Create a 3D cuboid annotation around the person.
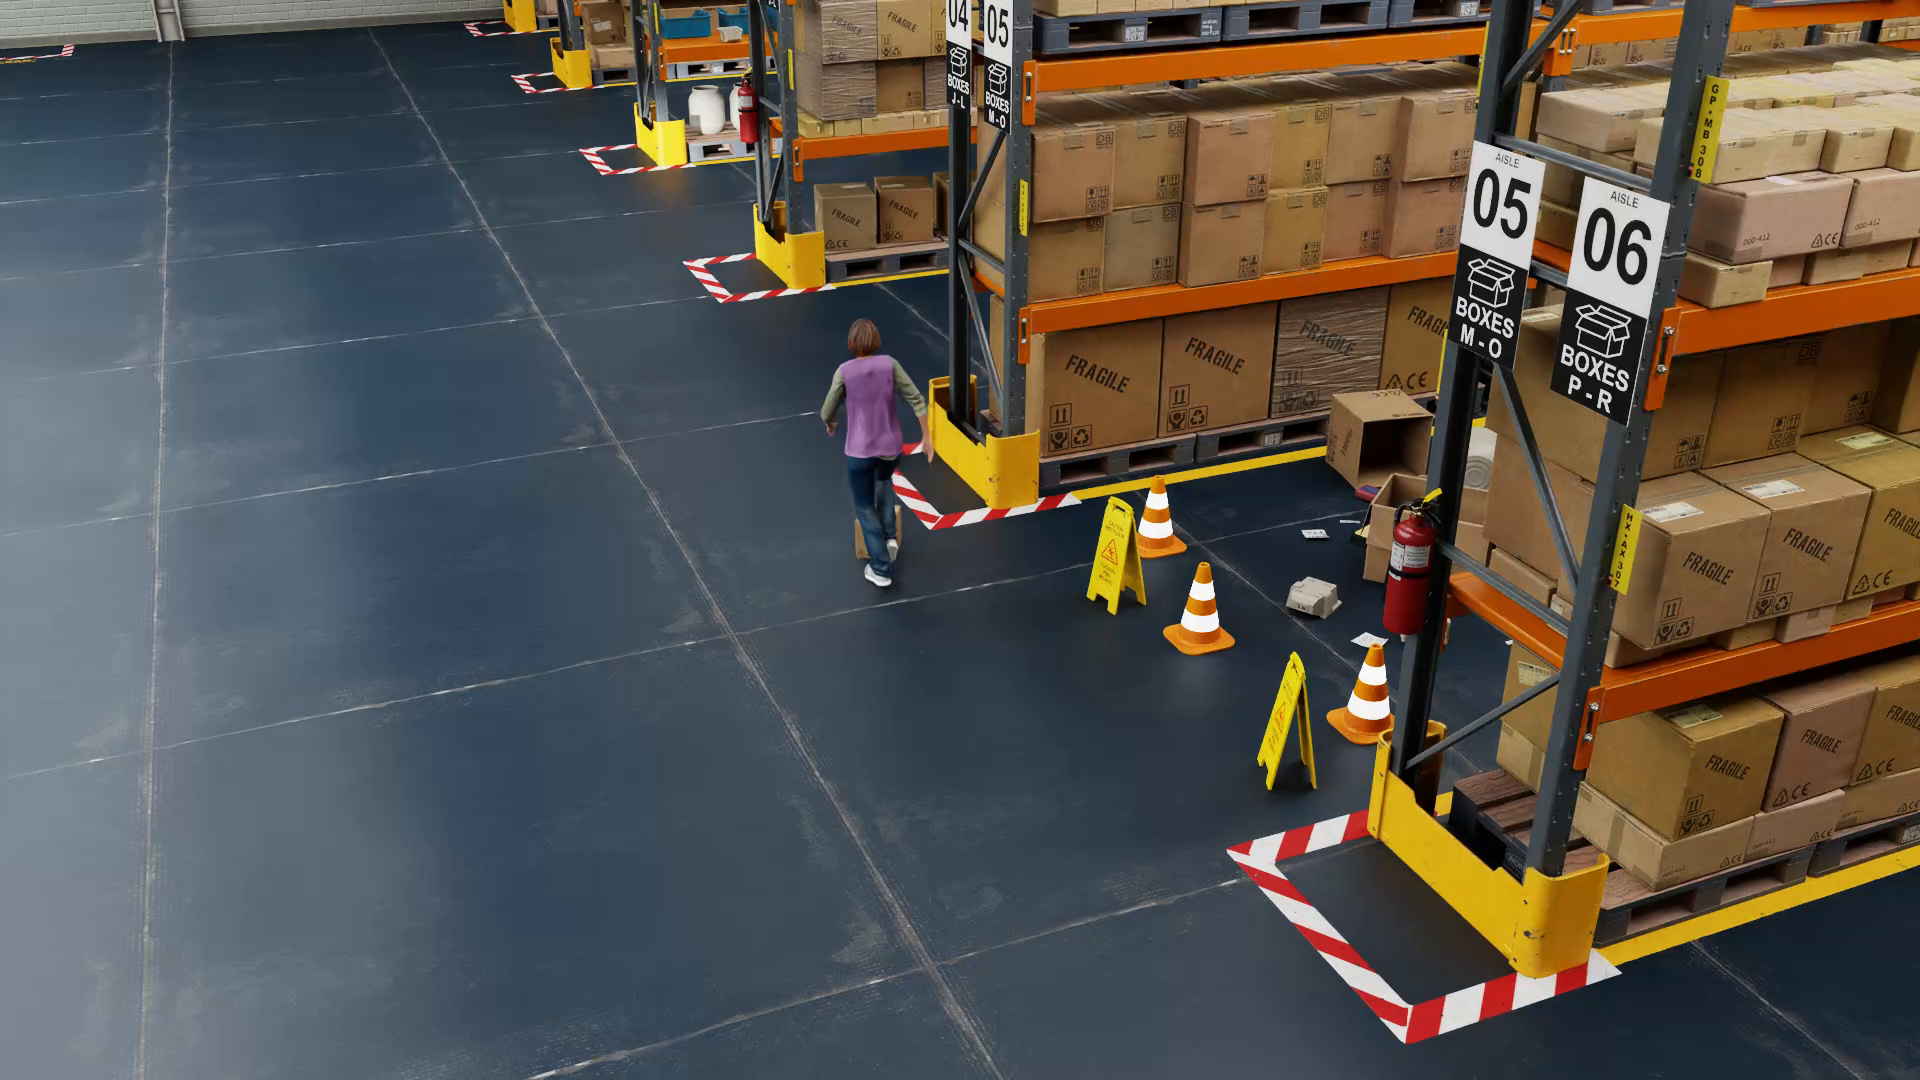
[{"bbox_3d":[-0.503,-0.539,9.754,0.578,1.550,0.674,-9,28,-17],"label":"person"}]
